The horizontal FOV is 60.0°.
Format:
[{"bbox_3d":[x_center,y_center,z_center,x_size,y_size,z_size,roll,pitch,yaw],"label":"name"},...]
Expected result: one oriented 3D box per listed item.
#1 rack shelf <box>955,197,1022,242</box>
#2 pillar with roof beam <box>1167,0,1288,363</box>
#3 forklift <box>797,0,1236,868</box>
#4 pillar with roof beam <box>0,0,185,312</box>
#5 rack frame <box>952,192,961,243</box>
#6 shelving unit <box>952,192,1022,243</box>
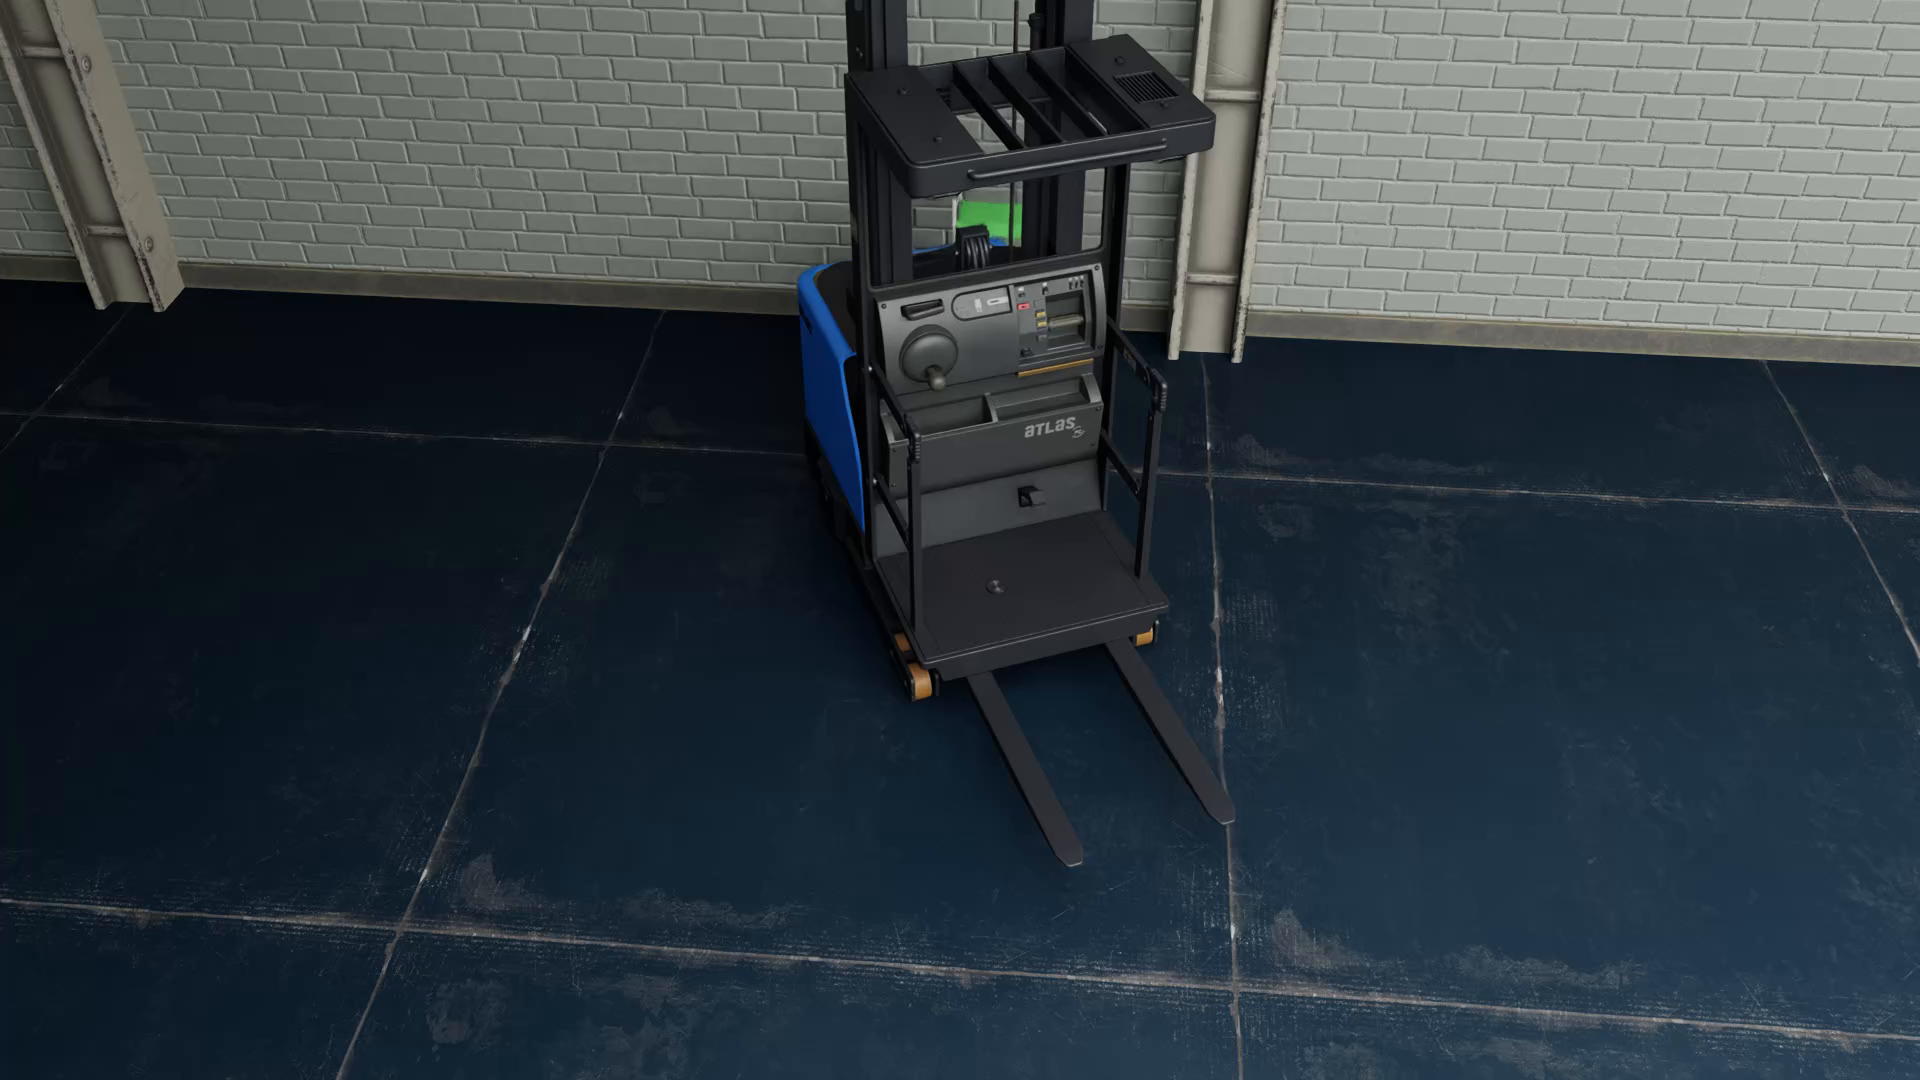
[{"bbox_3d":[0.228,-1.515,7.996,0.480,0.148,0.258,4,38,5],"label":"rack shelf"},{"bbox_3d":[0.955,-1.841,2.884,0.400,9.000,9.100,3,39,4],"label":"pillar with roof beam"},{"bbox_3d":[0.205,-0.763,6.366,1.130,2.935,3.031,-12,41,-15],"label":"forklift"},{"bbox_3d":[-5.023,-2.168,3.285,0.400,9.000,9.100,3,39,4],"label":"pillar with roof beam"},{"bbox_3d":[-0.016,-1.204,8.273,0.015,1.200,0.240,4,38,5],"label":"rack frame"},{"bbox_3d":[0.226,-1.186,8.252,0.503,1.200,0.258,4,38,5],"label":"shelving unit"}]
